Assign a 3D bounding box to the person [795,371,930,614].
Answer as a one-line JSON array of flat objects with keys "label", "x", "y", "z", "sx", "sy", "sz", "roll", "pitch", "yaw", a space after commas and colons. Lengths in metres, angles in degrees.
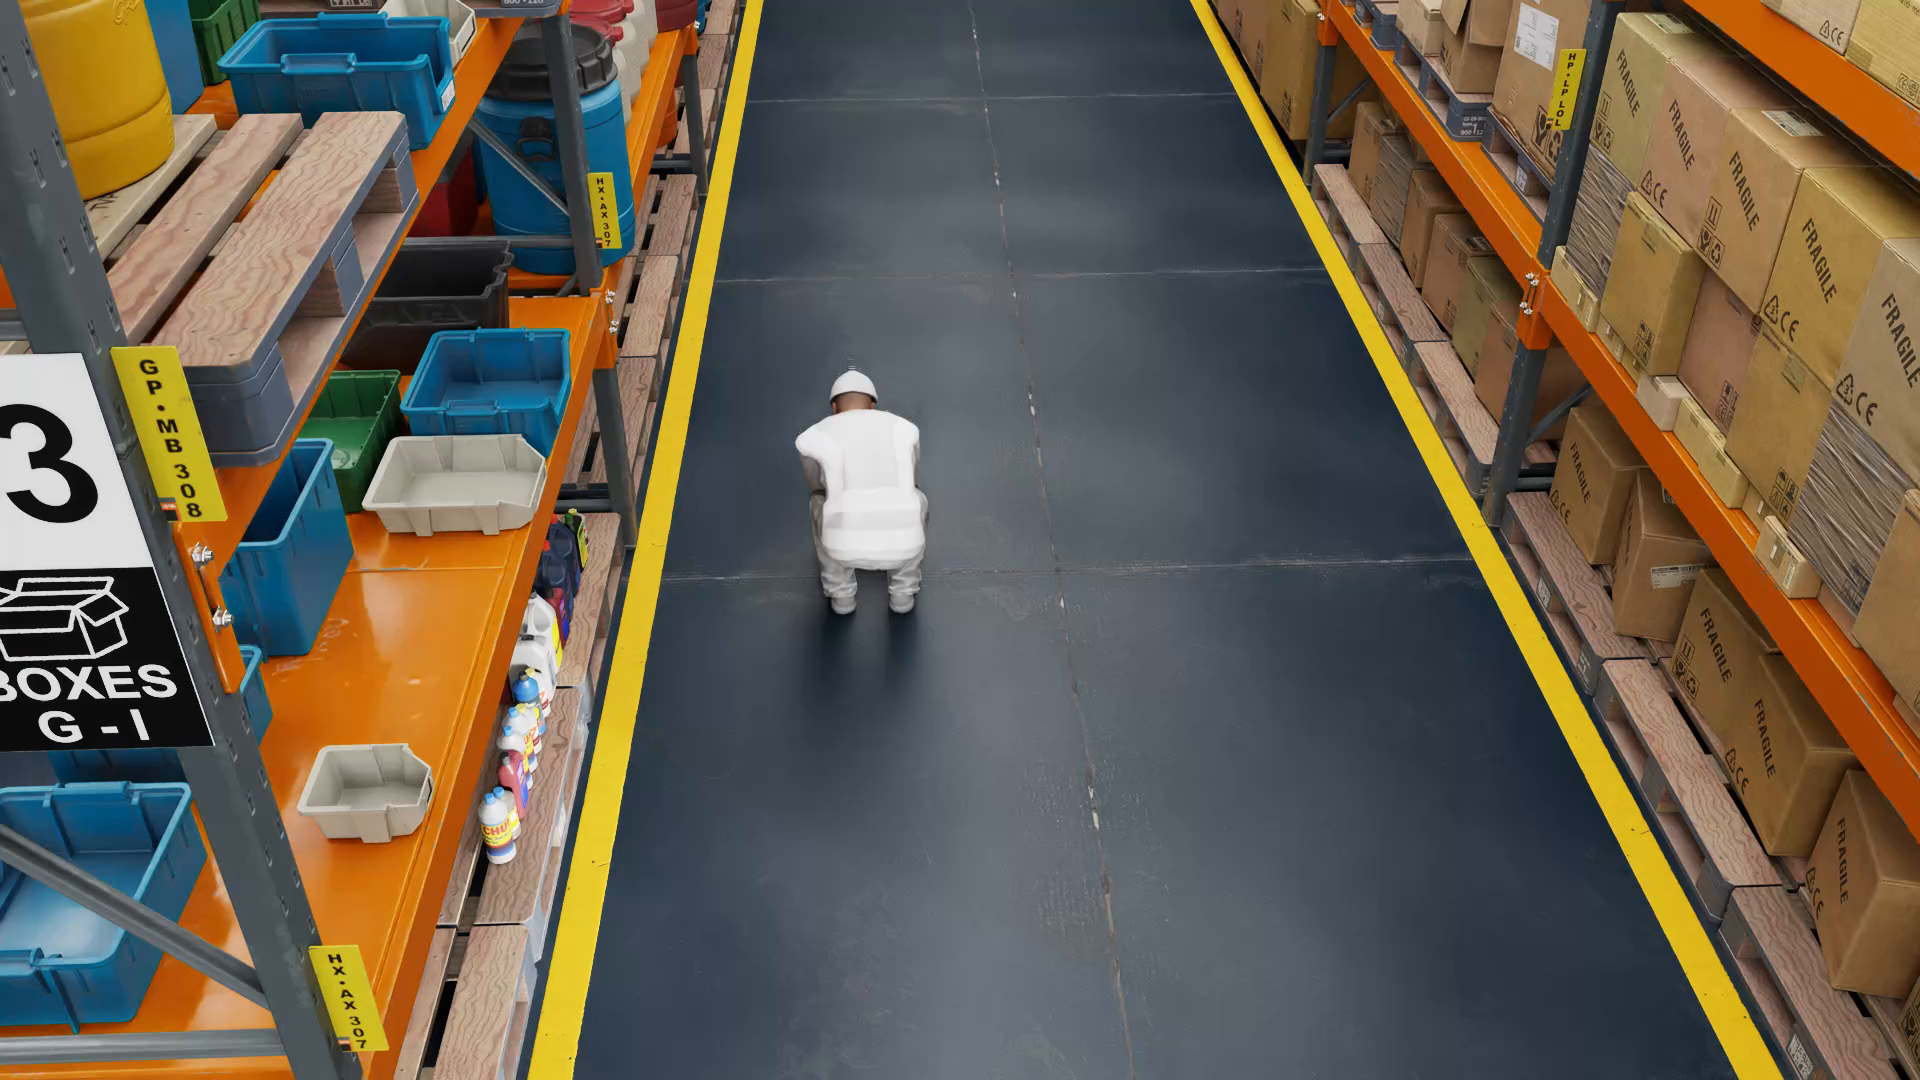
[{"label": "person", "x": -0.417, "y": -0.163, "z": 7.238, "sx": 0.574, "sy": 0.884, "sz": 0.919, "roll": -2, "pitch": 35, "yaw": -2}]
